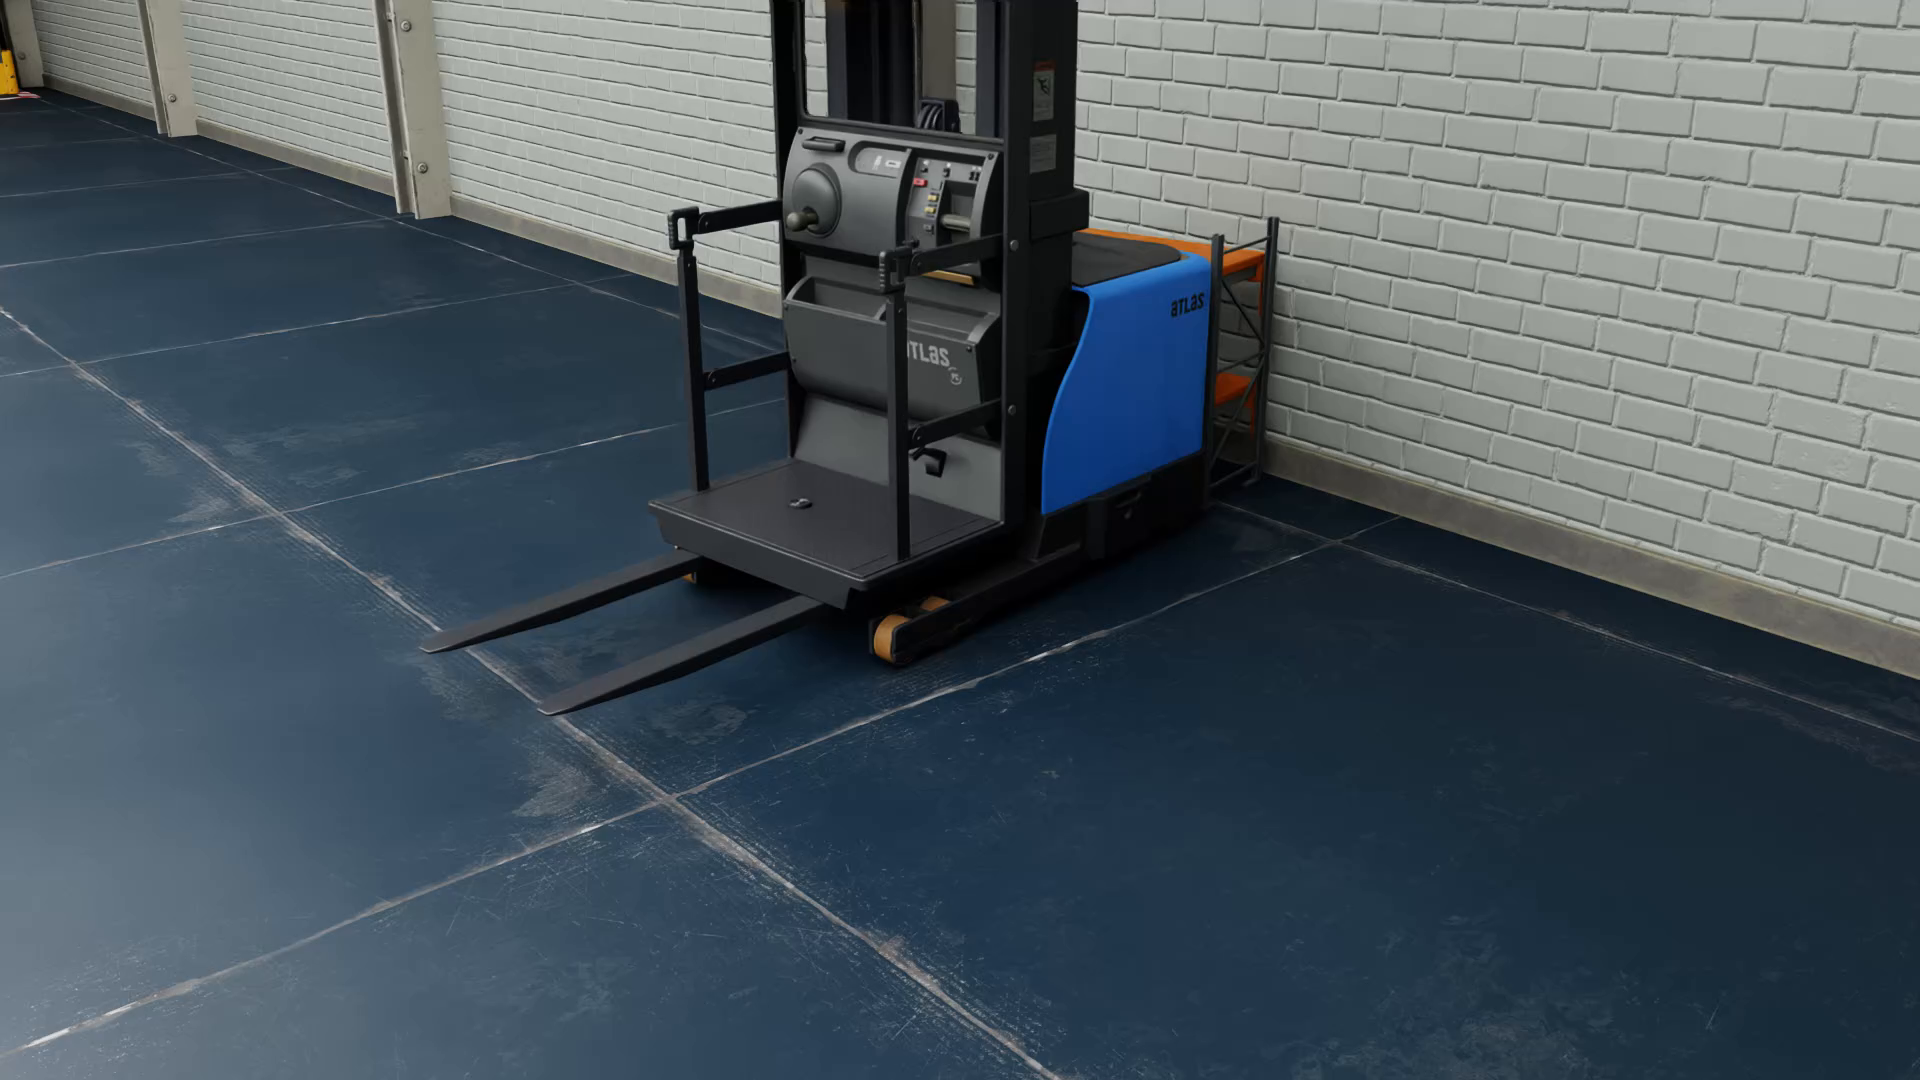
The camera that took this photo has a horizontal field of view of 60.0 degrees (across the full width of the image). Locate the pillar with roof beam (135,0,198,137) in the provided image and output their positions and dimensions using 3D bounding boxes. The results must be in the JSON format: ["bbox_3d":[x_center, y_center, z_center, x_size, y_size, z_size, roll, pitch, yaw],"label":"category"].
[{"bbox_3d":[-11.352,-7.378,12.982,9.100,9.000,0.400,-17,27,-37],"label":"pillar with roof beam"}]

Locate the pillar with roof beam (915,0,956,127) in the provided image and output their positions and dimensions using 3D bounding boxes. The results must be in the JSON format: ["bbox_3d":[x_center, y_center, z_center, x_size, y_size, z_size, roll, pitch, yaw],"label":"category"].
[{"bbox_3d":[-3.519,-4.062,4.517,9.100,9.000,0.400,-17,27,-37],"label":"pillar with roof beam"}]

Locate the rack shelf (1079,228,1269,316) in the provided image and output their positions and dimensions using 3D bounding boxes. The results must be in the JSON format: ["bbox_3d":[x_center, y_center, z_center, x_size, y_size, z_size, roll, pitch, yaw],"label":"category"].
[{"bbox_3d":[0.728,-1.102,6.954,1.000,0.278,0.538,16,26,34],"label":"rack shelf"}]

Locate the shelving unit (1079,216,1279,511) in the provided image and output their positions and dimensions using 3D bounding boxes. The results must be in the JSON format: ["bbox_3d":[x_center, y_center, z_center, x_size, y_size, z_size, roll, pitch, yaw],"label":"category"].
[{"bbox_3d":[0.728,-0.830,7.060,1.048,1.125,0.538,16,26,34],"label":"shelving unit"}]

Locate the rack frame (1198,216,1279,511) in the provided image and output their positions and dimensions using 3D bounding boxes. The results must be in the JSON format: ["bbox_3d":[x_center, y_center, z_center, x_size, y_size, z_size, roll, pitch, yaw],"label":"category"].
[{"bbox_3d":[1.132,-0.717,6.773,0.032,1.125,0.500,16,26,34],"label":"rack frame"}]

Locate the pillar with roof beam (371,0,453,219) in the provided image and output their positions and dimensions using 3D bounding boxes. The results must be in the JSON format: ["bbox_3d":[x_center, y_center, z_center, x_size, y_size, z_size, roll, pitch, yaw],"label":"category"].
[{"bbox_3d":[-7.436,-5.720,8.749,9.100,9.000,0.400,-17,27,-37],"label":"pillar with roof beam"}]

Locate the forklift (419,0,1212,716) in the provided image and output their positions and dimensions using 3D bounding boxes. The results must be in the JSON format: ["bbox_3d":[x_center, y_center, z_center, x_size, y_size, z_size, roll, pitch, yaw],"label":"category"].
[{"bbox_3d":[-0.386,-1.162,5.433,1.130,2.935,3.031,18,28,38],"label":"forklift"}]

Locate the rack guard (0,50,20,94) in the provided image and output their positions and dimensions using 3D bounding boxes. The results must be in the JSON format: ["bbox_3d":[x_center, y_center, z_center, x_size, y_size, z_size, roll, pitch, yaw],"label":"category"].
[{"bbox_3d":[-12.220,-5.689,20.325,1.175,0.500,0.348,-17,27,-37],"label":"rack guard"}]

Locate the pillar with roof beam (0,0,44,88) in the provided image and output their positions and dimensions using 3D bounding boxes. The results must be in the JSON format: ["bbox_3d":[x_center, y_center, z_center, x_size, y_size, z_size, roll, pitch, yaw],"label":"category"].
[{"bbox_3d":[-15.269,-9.036,17.214,9.100,9.000,0.400,-17,27,-37],"label":"pillar with roof beam"}]

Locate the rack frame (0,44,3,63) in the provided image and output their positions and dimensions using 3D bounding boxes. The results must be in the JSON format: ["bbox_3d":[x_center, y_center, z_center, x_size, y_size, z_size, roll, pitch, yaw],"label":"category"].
[{"bbox_3d":[-12.236,-6.860,19.886,1.000,3.000,0.127,-17,27,-37],"label":"rack frame"}]

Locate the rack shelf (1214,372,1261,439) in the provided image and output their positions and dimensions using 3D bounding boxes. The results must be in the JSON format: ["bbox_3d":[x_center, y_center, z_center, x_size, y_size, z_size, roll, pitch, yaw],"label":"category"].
[{"bbox_3d":[0.728,-0.602,7.150,1.000,0.278,0.538,16,26,34],"label":"rack shelf"}]
